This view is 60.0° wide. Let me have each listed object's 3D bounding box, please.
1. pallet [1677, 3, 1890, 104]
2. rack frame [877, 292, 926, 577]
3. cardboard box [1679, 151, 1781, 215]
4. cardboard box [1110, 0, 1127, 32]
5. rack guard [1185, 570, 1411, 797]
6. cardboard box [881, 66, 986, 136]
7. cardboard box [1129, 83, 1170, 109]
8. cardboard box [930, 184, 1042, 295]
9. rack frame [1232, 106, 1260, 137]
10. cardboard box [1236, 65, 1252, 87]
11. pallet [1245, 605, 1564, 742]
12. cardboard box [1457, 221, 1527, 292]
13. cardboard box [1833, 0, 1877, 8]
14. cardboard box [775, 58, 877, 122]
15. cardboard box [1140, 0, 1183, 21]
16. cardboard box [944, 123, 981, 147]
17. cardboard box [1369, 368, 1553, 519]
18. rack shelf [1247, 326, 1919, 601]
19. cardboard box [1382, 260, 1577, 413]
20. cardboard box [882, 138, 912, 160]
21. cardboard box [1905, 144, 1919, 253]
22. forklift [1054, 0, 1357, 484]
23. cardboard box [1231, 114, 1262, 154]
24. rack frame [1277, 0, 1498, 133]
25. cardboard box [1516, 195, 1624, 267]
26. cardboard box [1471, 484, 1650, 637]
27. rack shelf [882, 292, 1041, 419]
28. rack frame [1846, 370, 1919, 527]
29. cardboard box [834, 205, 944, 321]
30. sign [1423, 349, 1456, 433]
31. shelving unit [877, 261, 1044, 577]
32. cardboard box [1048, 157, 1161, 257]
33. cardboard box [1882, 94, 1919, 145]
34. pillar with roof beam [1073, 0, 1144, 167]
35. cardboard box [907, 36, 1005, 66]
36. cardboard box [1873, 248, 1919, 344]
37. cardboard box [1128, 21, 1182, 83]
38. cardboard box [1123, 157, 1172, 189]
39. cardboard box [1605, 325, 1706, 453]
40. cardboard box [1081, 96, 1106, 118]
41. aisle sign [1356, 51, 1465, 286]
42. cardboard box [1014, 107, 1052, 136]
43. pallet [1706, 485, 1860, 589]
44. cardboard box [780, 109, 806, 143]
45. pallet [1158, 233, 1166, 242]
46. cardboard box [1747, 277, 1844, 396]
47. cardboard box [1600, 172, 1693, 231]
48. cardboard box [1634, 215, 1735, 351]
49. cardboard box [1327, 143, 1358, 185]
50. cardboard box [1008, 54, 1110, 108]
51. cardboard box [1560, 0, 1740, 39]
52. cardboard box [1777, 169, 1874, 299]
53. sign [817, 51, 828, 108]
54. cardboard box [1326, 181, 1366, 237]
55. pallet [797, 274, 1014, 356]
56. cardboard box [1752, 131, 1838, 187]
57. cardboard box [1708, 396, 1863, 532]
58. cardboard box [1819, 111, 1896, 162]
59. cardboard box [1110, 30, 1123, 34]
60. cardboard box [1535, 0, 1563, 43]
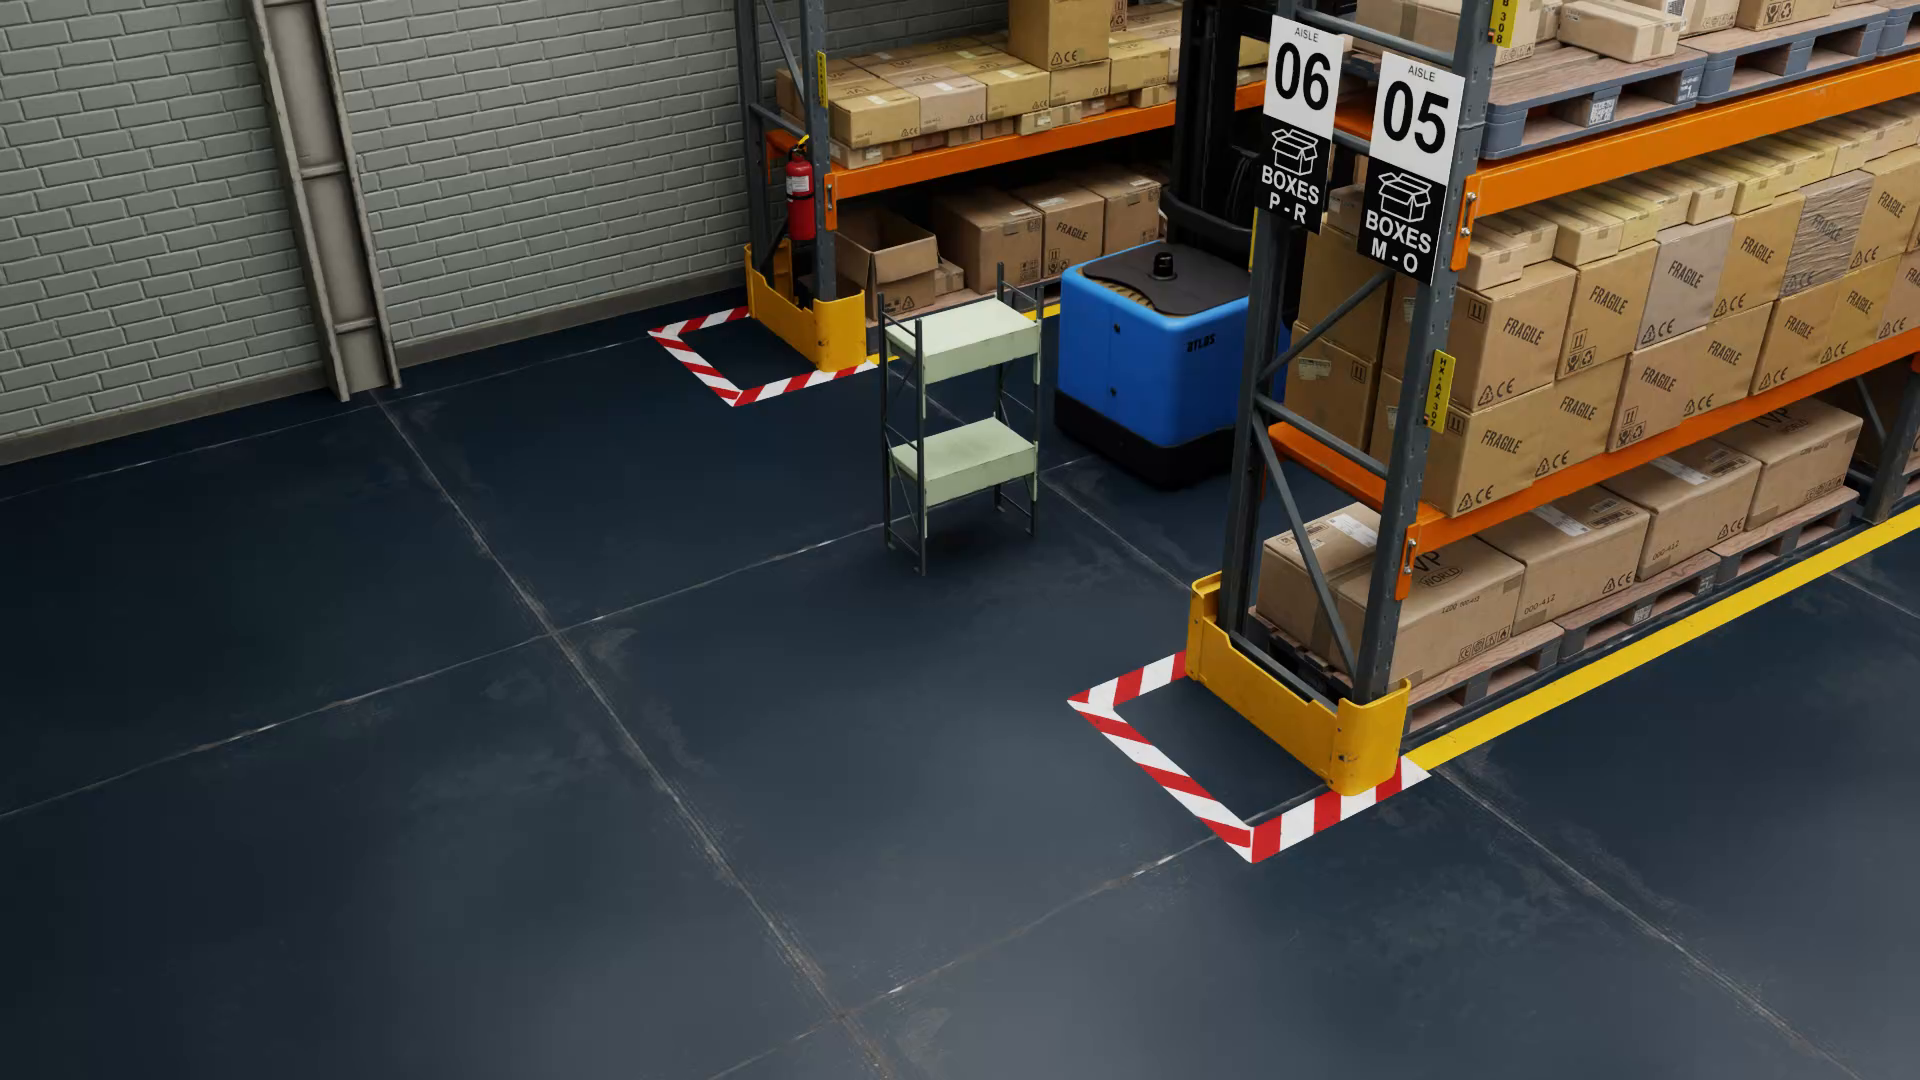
[{"bbox_3d":[3.211,-2.232,7.249,1.213,0.211,1.003,-19,37,-27],"label":"pallet"},{"bbox_3d":[-0.302,-0.530,8.685,0.023,1.500,0.400,-19,37,-27],"label":"rack frame"},{"bbox_3d":[3.342,-1.575,7.296,0.250,0.149,0.380,-20,37,-28],"label":"cardboard box"},{"bbox_3d":[0.841,-3.877,11.743,0.500,0.500,0.500,-20,37,-29],"label":"cardboard box"},{"bbox_3d":[1.547,0.637,7.772,0.348,0.500,1.175,-19,37,-27],"label":"rack guard"},{"bbox_3d":[-0.174,-2.870,10.851,0.500,0.250,0.500,-19,37,-27],"label":"cardboard box"},{"bbox_3d":[1.258,-3.175,11.708,0.250,0.149,0.380,-20,37,-28],"label":"cardboard box"},{"bbox_3d":[0.180,-2.136,11.774,0.500,0.500,0.700,-17,36,-25],"label":"cardboard box"},{"bbox_3d":[2.237,-3.808,12.476,0.127,3.000,1.000,-19,37,-27],"label":"rack frame"},{"bbox_3d":[1.898,-3.412,12.082,0.250,0.149,0.380,-18,36,-26],"label":"cardboard box"},{"bbox_3d":[2.197,0.486,8.282,1.213,0.211,1.003,-19,37,-27],"label":"pallet"},{"bbox_3d":[2.015,-1.145,6.615,0.250,0.149,0.380,-18,37,-26],"label":"cardboard box"},{"bbox_3d":[3.813,-2.711,7.341,0.637,0.503,0.797,-16,36,-24],"label":"cardboard box"},{"bbox_3d":[-0.883,-2.966,11.003,0.500,0.250,0.500,-18,36,-26],"label":"cardboard box"},{"bbox_3d":[1.674,-3.849,12.401,0.500,0.250,0.500,-19,37,-28],"label":"cardboard box"},{"bbox_3d":[-0.064,-2.749,11.032,0.250,0.149,0.380,-18,36,-26],"label":"cardboard box"},{"bbox_3d":[2.126,-0.479,7.105,0.500,0.500,0.500,-19,37,-28],"label":"cardboard box"},{"bbox_3d":[3.248,-0.701,8.224,4.000,0.370,1.077,-19,37,-27],"label":"rack shelf"},{"bbox_3d":[2.125,-0.903,6.840,0.500,0.500,0.500,-20,37,-28],"label":"cardboard box"},{"bbox_3d":[-0.512,-2.612,10.815,0.250,0.149,0.380,-18,36,-26],"label":"cardboard box"},{"bbox_3d":[4.682,-1.788,8.243,0.500,0.500,0.500,-19,37,-28],"label":"cardboard box"},{"bbox_3d":[2.060,-2.192,9.977,3.031,2.935,1.130,-22,38,-31],"label":"forklift"},{"bbox_3d":[2.489,-3.203,13.466,0.500,0.500,0.500,-19,37,-27],"label":"cardboard box"},{"bbox_3d":[1.567,-2.964,5.515,0.127,3.000,1.000,-19,37,-27],"label":"rack frame"},{"bbox_3d":[2.478,-1.277,6.823,0.250,0.149,0.380,-18,36,-26],"label":"cardboard box"},{"bbox_3d":[2.832,-0.025,8.486,0.875,0.438,0.875,-18,36,-26],"label":"cardboard box"},{"bbox_3d":[0.006,-0.966,8.645,0.720,0.370,0.431,-19,37,-27],"label":"rack shelf"},{"bbox_3d":[4.929,-1.583,8.949,0.127,3.000,1.000,-19,37,-27],"label":"rack frame"},{"bbox_3d":[-0.560,-1.908,11.409,0.637,0.503,0.797,-21,38,-29],"label":"cardboard box"},{"bbox_3d":[1.863,-0.576,6.466,0.005,0.325,0.100,-19,37,-27],"label":"sign"},{"bbox_3d":[0.006,-0.636,8.853,0.755,1.500,0.431,-19,37,-27],"label":"shelving unit"},{"bbox_3d":[1.052,-2.436,12.250,0.500,0.500,0.700,-20,38,-29],"label":"cardboard box"},{"bbox_3d":[4.562,-2.064,8.071,0.250,0.149,0.380,-18,36,-26],"label":"cardboard box"},{"bbox_3d":[3.496,-4.618,8.136,0.400,9.000,9.100,-19,37,-27],"label":"pillar with roof beam"},{"bbox_3d":[-0.030,-3.256,11.462,0.500,0.250,0.500,-18,36,-26],"label":"cardboard box"},{"bbox_3d":[4.678,-1.377,8.528,0.500,0.500,0.500,-19,37,-27],"label":"cardboard box"},{"bbox_3d":[1.528,-3.463,11.789,0.500,0.250,0.500,-19,37,-27],"label":"cardboard box"},{"bbox_3d":[1.553,-2.764,12.946,0.500,0.311,0.500,-18,36,-26],"label":"cardboard box"},{"bbox_3d":[2.973,-0.777,7.577,0.500,0.500,0.500,-19,37,-28],"label":"cardboard box"},{"bbox_3d":[0.799,-3.058,11.522,0.250,0.149,0.380,-19,37,-27],"label":"cardboard box"},{"bbox_3d":[1.664,-1.376,6.183,0.004,0.787,0.394,-19,37,-27],"label":"aisle sign"},{"bbox_3d":[0.409,-2.868,11.220,0.250,0.149,0.380,-20,37,-29],"label":"cardboard box"},{"bbox_3d":[4.248,-0.219,9.400,1.213,0.211,1.003,-19,37,-27],"label":"pallet"},{"bbox_3d":[-0.992,-2.762,11.052,0.250,0.149,0.380,-19,37,-28],"label":"cardboard box"},{"bbox_3d":[1.659,-2.431,12.906,1.213,0.211,1.003,-19,37,-27],"label":"pallet"},{"bbox_3d":[3.834,-1.074,8.047,0.500,0.500,0.500,-20,37,-28],"label":"cardboard box"},{"bbox_3d":[2.881,-1.460,7.115,0.250,0.149,0.380,-19,37,-27],"label":"cardboard box"},{"bbox_3d":[2.984,-1.208,7.323,0.500,0.500,0.500,-19,37,-28],"label":"cardboard box"},{"bbox_3d":[2.765,-2.968,13.092,0.500,0.500,0.500,-17,36,-25],"label":"cardboard box"},{"bbox_3d":[0.668,-3.176,11.335,0.500,0.250,0.500,-20,37,-28],"label":"cardboard box"},{"bbox_3d":[2.852,-2.288,6.851,0.500,0.311,0.500,-18,37,-26],"label":"cardboard box"},{"bbox_3d":[3.829,-1.494,7.776,0.500,0.500,0.500,-18,37,-27],"label":"cardboard box"},{"bbox_3d":[-0.831,-2.775,10.026,0.005,0.325,0.100,-19,37,-27],"label":"sign"},{"bbox_3d":[1.760,-1.360,6.956,0.250,0.149,0.380,-18,37,-27],"label":"cardboard box"},{"bbox_3d":[-0.392,-1.725,11.787,1.213,0.211,1.003,-19,37,-27],"label":"pallet"},{"bbox_3d":[3.734,-1.750,7.574,0.250,0.149,0.380,-20,37,-28],"label":"cardboard box"},{"bbox_3d":[4.343,-0.544,9.309,0.875,0.438,0.875,-20,37,-28],"label":"cardboard box"},{"bbox_3d":[4.144,-1.915,7.835,0.250,0.149,0.380,-19,37,-28],"label":"cardboard box"},{"bbox_3d":[0.822,-3.552,11.931,0.500,0.250,0.500,-18,37,-26],"label":"cardboard box"},{"bbox_3d":[2.206,-2.137,6.763,0.250,0.149,0.380,-22,38,-31],"label":"cardboard box"}]
